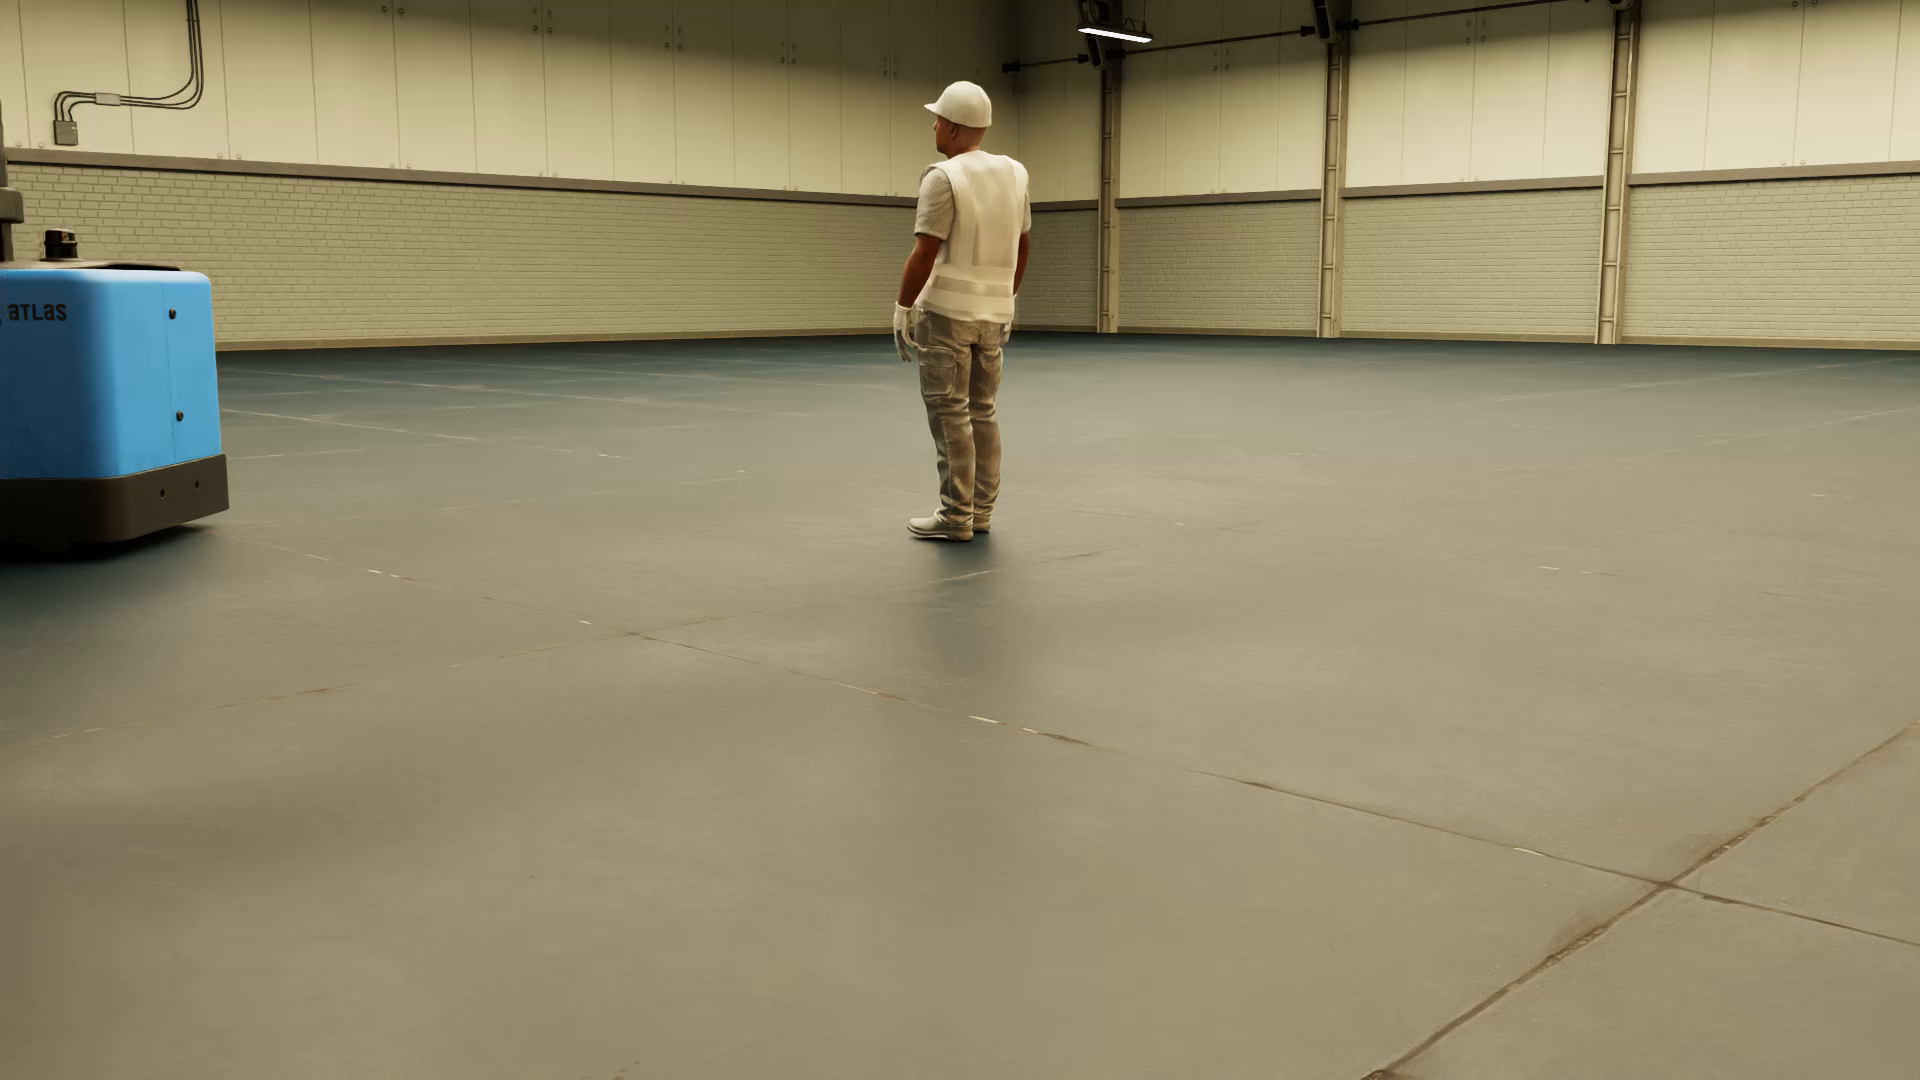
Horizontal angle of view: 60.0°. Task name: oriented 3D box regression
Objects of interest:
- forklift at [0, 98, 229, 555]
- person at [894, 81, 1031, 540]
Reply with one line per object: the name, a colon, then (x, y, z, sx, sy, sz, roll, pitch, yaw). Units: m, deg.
forklift: (-4.633, -1.442, 6.453, 3.031, 2.935, 1.130, 0, 9, 0)
person: (-0.046, -0.895, 6.640, 0.575, 1.779, 0.657, 8, 12, 43)
